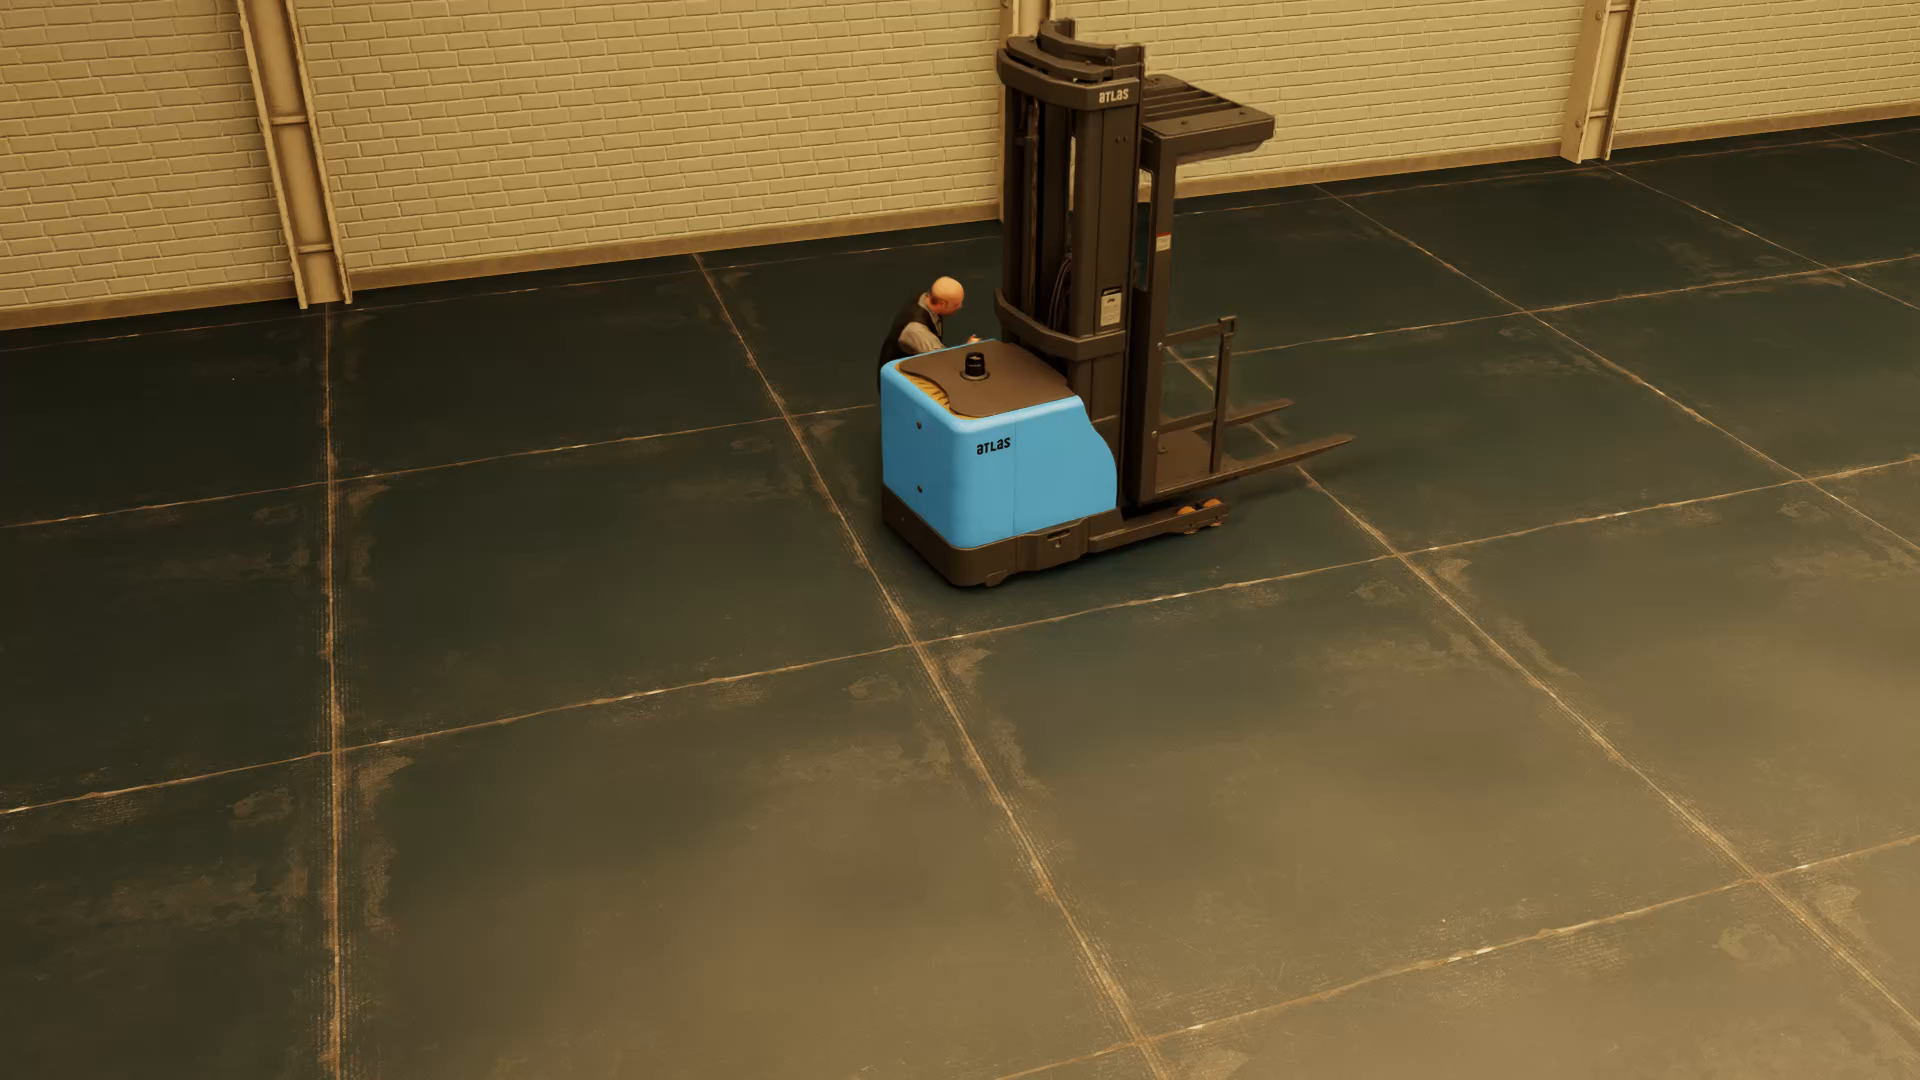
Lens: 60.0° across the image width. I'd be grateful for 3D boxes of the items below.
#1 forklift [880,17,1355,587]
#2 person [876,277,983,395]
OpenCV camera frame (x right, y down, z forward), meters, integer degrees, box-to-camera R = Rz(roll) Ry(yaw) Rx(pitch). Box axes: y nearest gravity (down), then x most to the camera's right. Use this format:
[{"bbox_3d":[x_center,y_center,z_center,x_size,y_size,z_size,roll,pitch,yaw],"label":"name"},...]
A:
[{"bbox_3d":[1.063,-1.519,9.727,3.031,2.935,1.130,-15,33,-25],"label":"forklift"},{"bbox_3d":[-0.038,-1.017,10.445,0.939,1.443,1.047,7,31,11],"label":"person"}]
